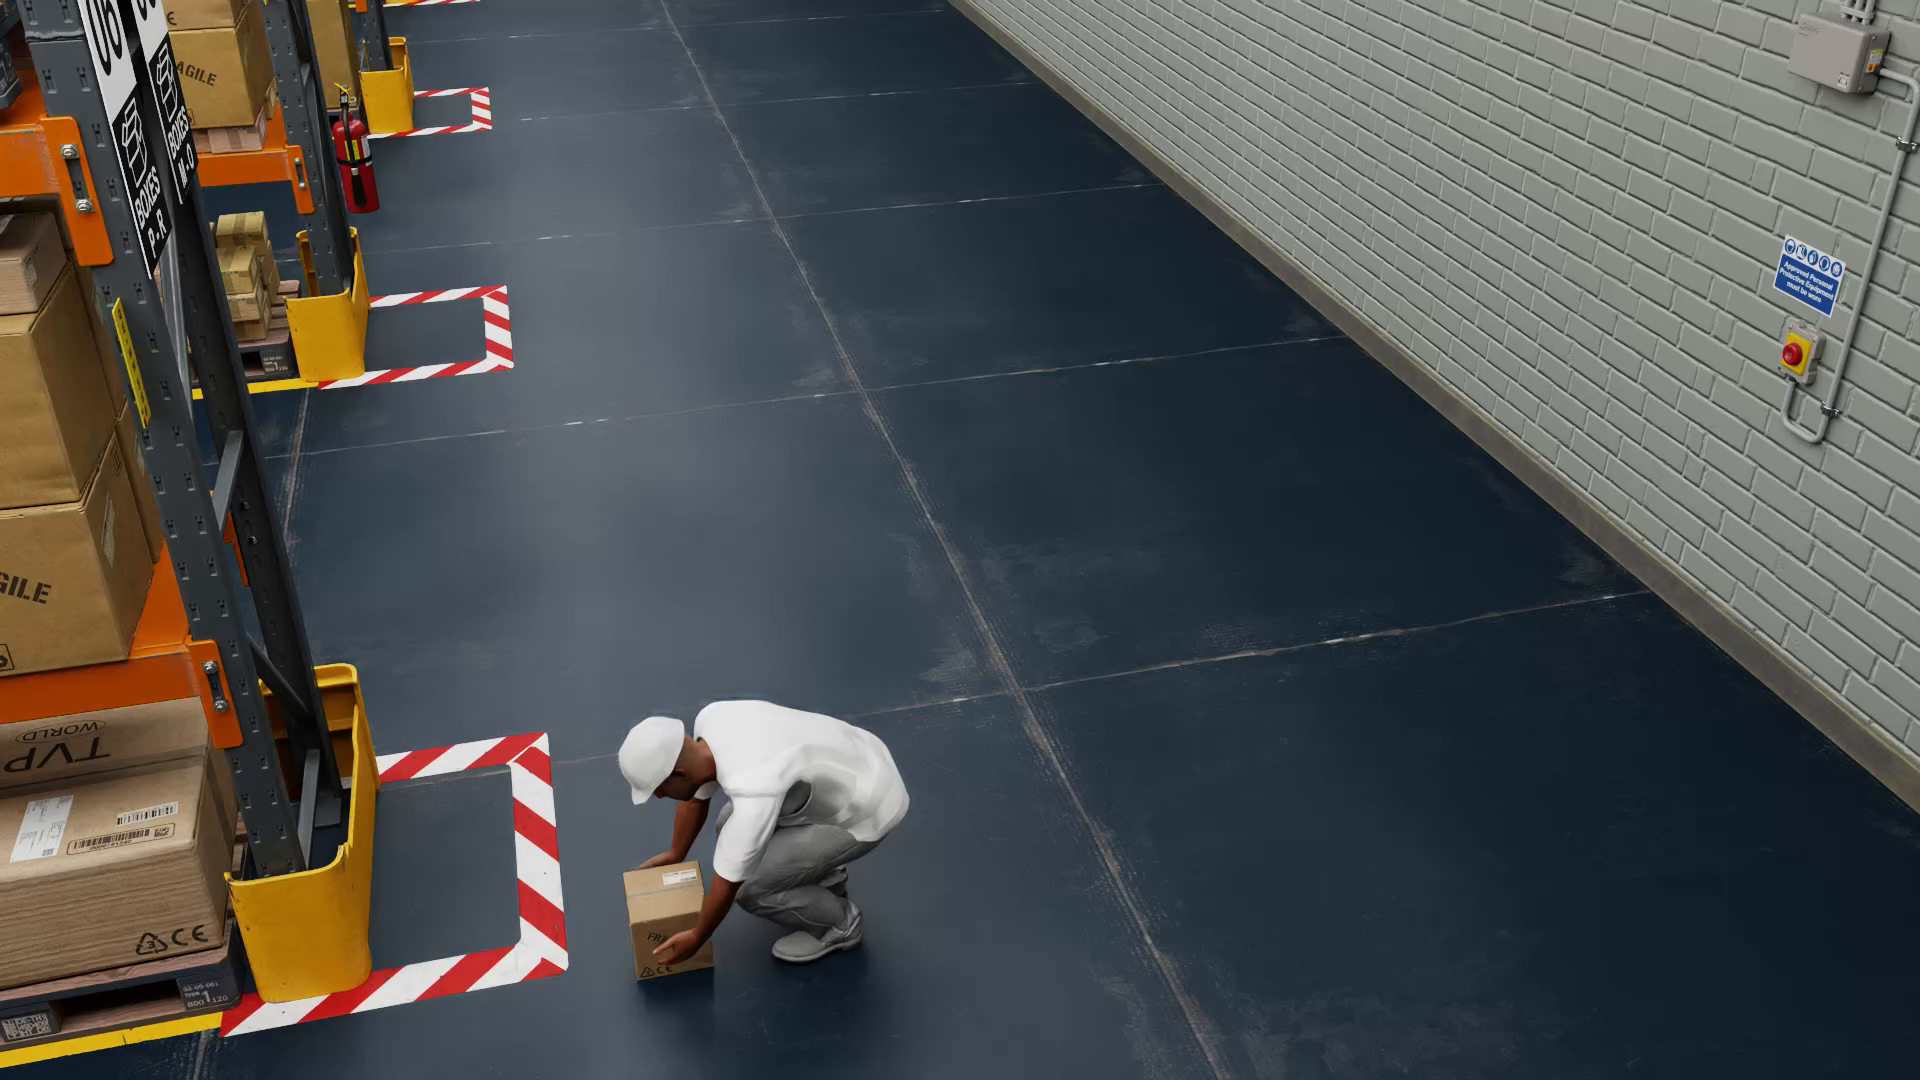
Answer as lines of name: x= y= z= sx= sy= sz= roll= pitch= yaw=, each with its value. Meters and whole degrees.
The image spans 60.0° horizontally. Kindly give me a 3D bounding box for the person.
person: x=-0.607 y=0.910 z=5.330 sx=0.893 sy=0.975 sz=0.580 roll=-8 pitch=31 yaw=-13
